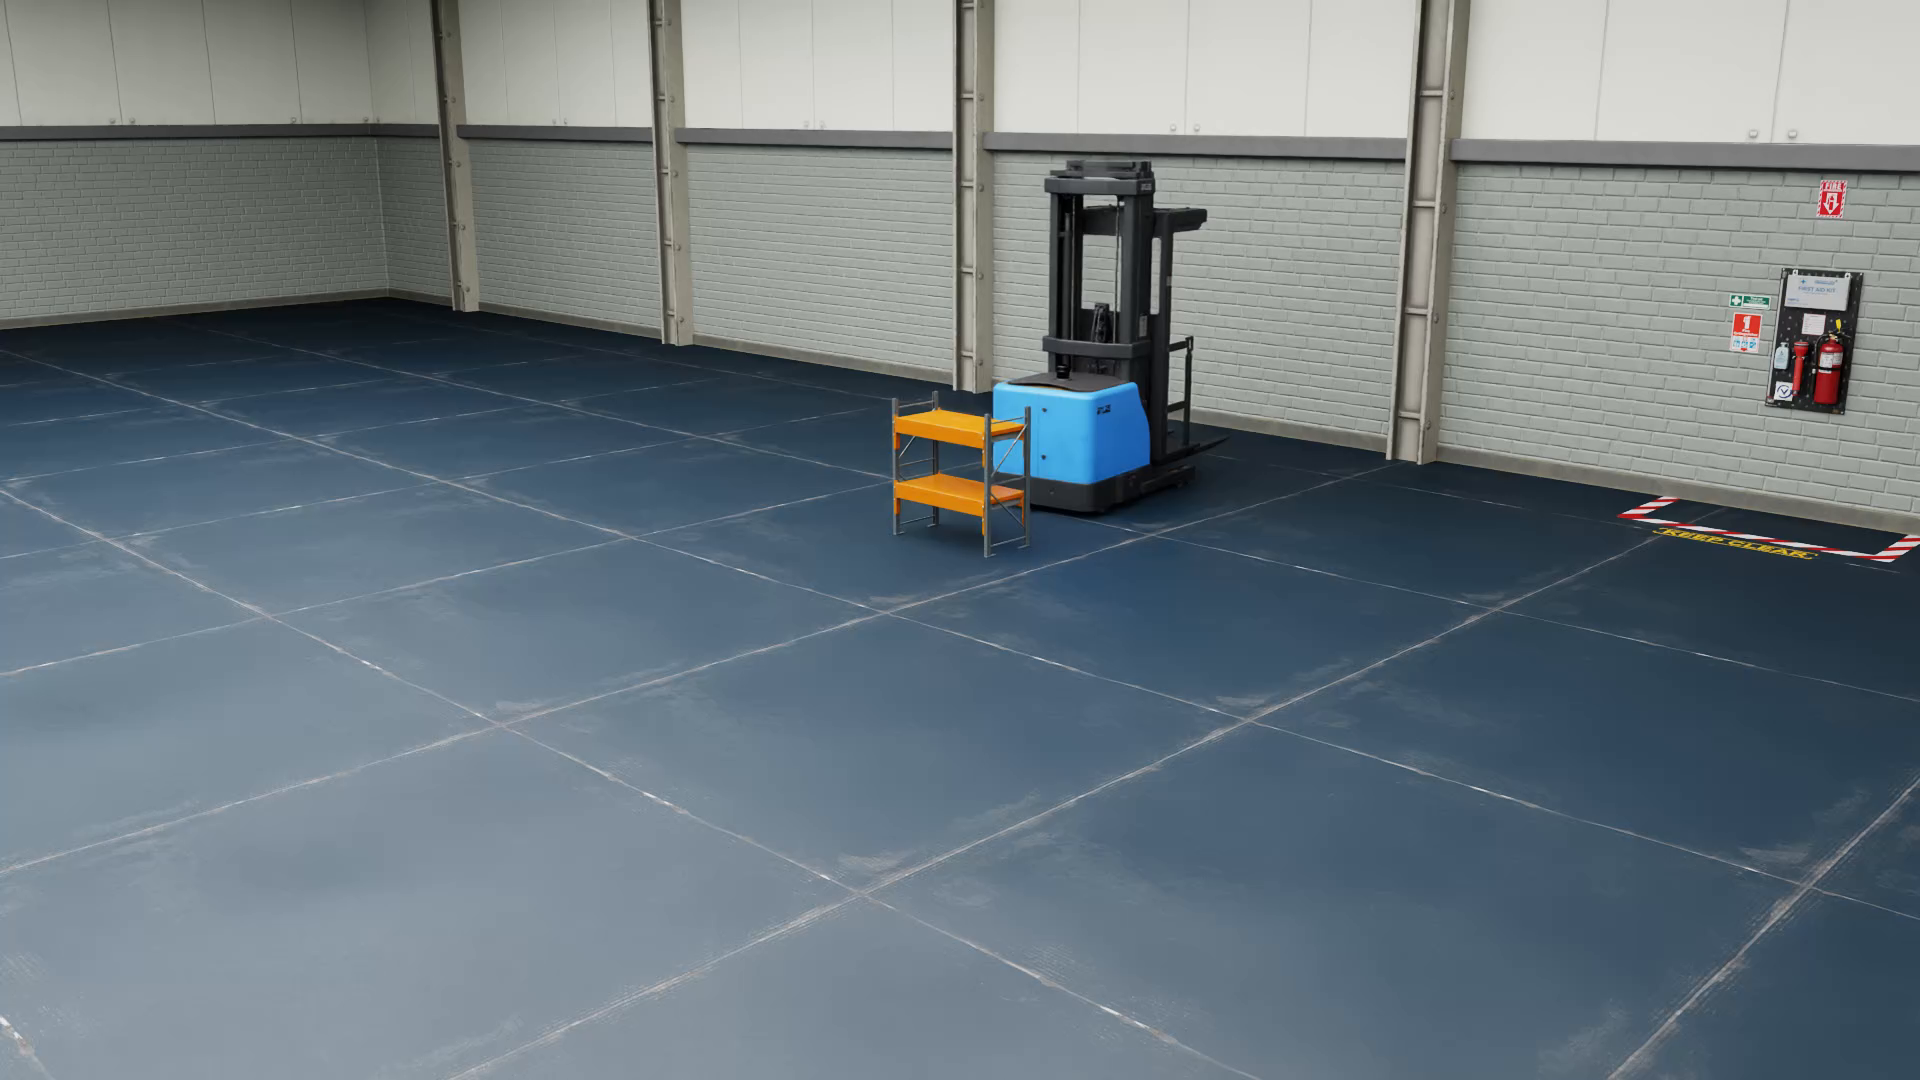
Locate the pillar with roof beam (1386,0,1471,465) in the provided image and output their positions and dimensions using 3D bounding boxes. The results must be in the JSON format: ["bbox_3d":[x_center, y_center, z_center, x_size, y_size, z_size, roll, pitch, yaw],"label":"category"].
[{"bbox_3d":[1.489,-4.372,12.363,0.400,9.000,9.100,14,20,42],"label":"pillar with roof beam"}]

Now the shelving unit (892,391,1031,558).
[{"bbox_3d":[0.005,-0.543,13.286,1.048,1.125,0.538,14,20,42],"label":"shelving unit"}]

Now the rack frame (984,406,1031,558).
[{"bbox_3d":[0.371,-0.454,12.944,0.032,1.125,0.500,14,20,42],"label":"rack frame"}]

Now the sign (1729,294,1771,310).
[{"bbox_3d":[6.715,-2.026,14.138,0.331,0.109,0.001,14,20,42],"label":"sign"}]

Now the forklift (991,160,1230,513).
[{"bbox_3d":[1.531,-1.963,15.152,1.130,2.935,3.031,10,18,34],"label":"forklift"}]

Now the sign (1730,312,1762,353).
[{"bbox_3d":[6.718,-1.772,14.214,0.234,0.329,0.001,14,20,42],"label":"sign"}]

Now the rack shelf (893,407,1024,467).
[{"bbox_3d":[0.005,-0.826,13.212,1.000,0.278,0.538,14,20,42],"label":"rack shelf"}]

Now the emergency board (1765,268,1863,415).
[{"bbox_3d":[7.044,-1.639,13.775,0.643,1.169,0.194,14,20,42],"label":"emergency board"}]

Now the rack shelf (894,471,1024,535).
[{"bbox_3d":[0.005,-0.307,13.347,1.000,0.278,0.538,14,20,42],"label":"rack shelf"}]

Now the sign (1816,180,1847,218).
[{"bbox_3d":[7.108,-2.781,13.557,0.199,0.298,0.001,14,20,42],"label":"sign"}]

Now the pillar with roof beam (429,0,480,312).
[{"bbox_3d":[-11.468,-7.522,24.453,0.400,9.000,9.100,14,20,42],"label":"pillar with roof beam"}]

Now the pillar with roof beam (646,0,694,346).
[{"bbox_3d":[-7.149,-6.472,20.423,0.400,9.000,9.100,14,20,42],"label":"pillar with roof beam"}]

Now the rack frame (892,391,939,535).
[{"bbox_3d":[-0.361,-0.632,13.627,0.032,1.125,0.500,14,20,42],"label":"rack frame"}]

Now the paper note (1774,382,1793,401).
[{"bbox_3d":[6.965,-1.257,14.053,0.142,0.148,0.016,14,20,42],"label":"paper note"}]

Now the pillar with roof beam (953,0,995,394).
[{"bbox_3d":[-2.830,-5.422,16.393,0.400,9.000,9.100,14,20,42],"label":"pillar with roof beam"}]
